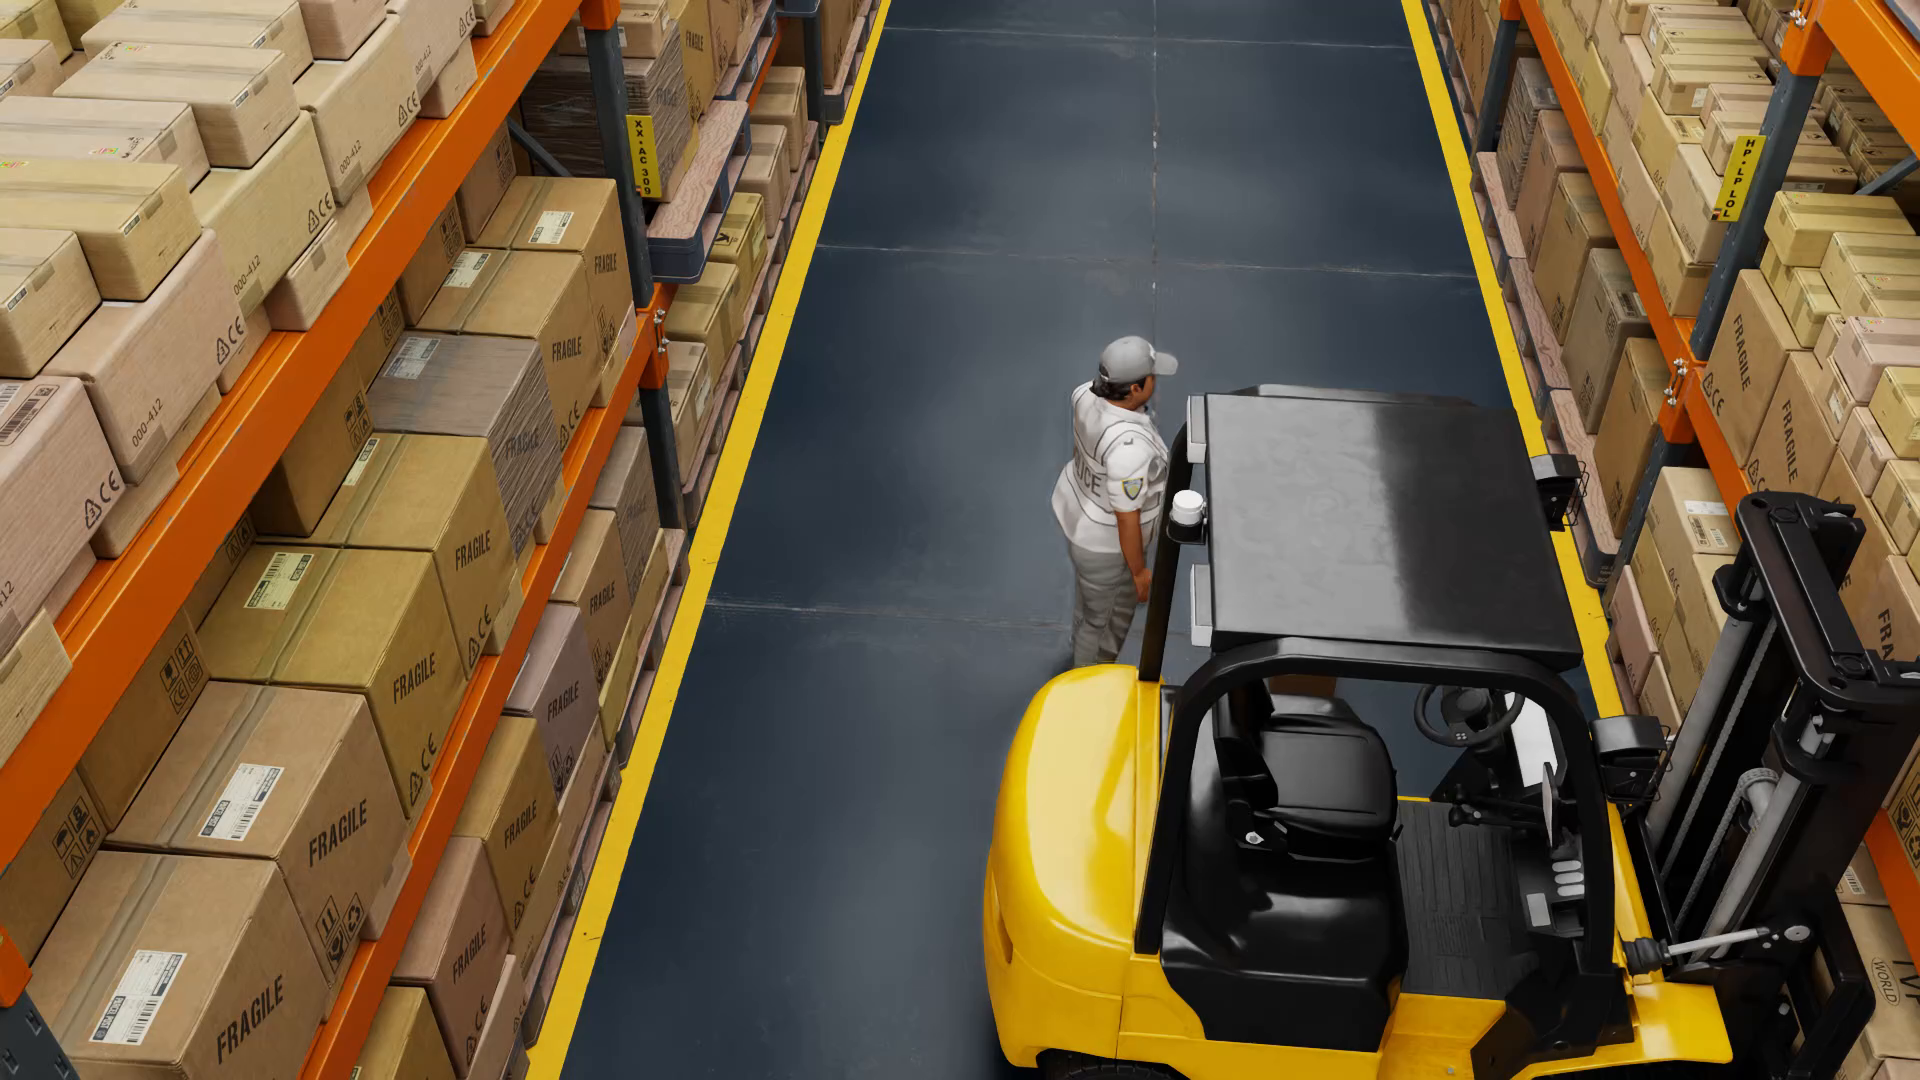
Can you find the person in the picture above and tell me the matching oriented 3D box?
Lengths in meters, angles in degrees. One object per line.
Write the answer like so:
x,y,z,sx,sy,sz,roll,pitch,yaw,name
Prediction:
0.556,-0.033,6.216,0.406,1.697,0.617,-9,41,-11,person
